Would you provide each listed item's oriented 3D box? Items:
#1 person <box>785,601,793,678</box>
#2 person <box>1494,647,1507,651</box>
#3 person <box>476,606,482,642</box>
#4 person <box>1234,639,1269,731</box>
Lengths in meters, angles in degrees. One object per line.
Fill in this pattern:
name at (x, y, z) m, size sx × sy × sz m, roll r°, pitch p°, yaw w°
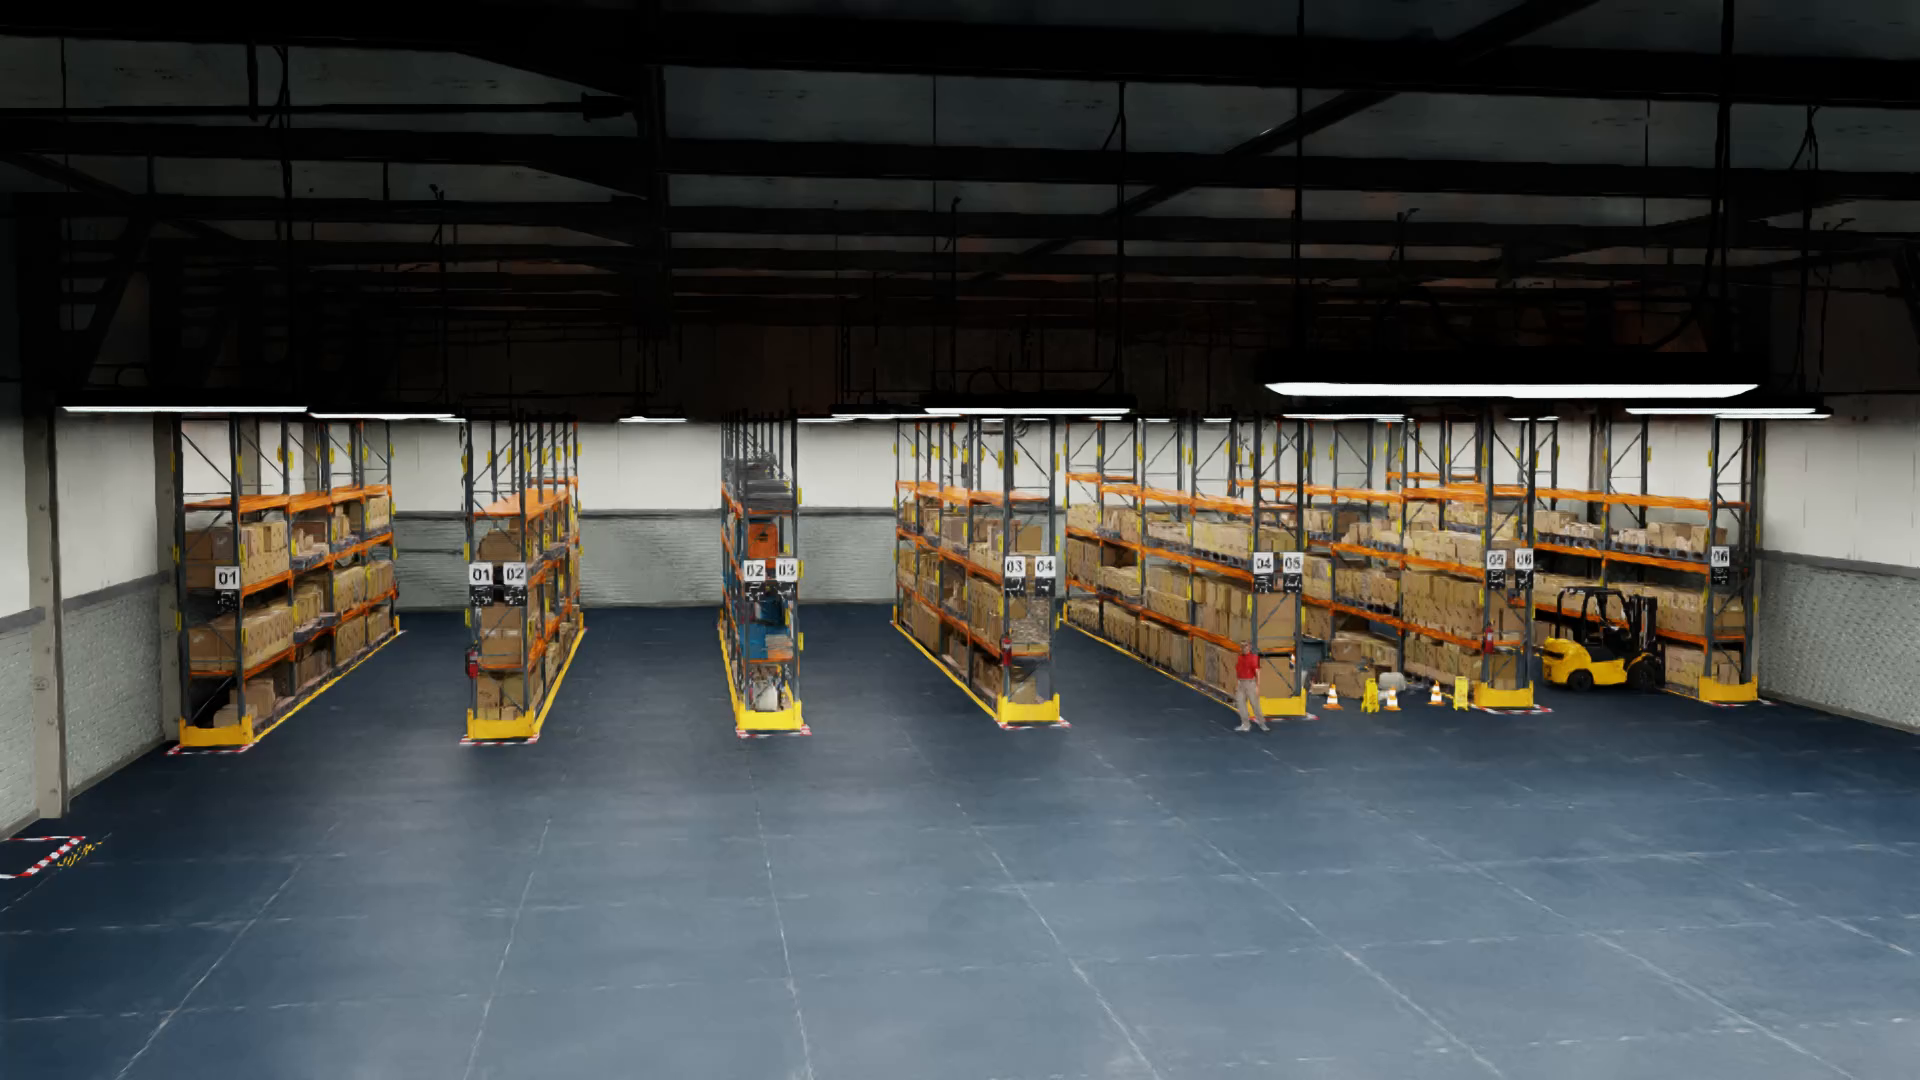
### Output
person at (-3.881, 2.187, 37.536) m, size 0.387 × 1.796 × 0.678 m, roll -1°, pitch 4°, yaw -19°
person at (12.107, 2.202, 37.481) m, size 0.636 × 1.775 × 0.677 m, roll 2°, pitch 4°, yaw 23°
person at (-12.335, 1.873, 42.970) m, size 0.542 × 1.675 × 1.116 m, roll -1°, pitch 4°, yaw -7°
person at (5.431, 2.706, 31.052) m, size 0.559 × 1.716 × 0.653 m, roll -3°, pitch 5°, yaw -37°
